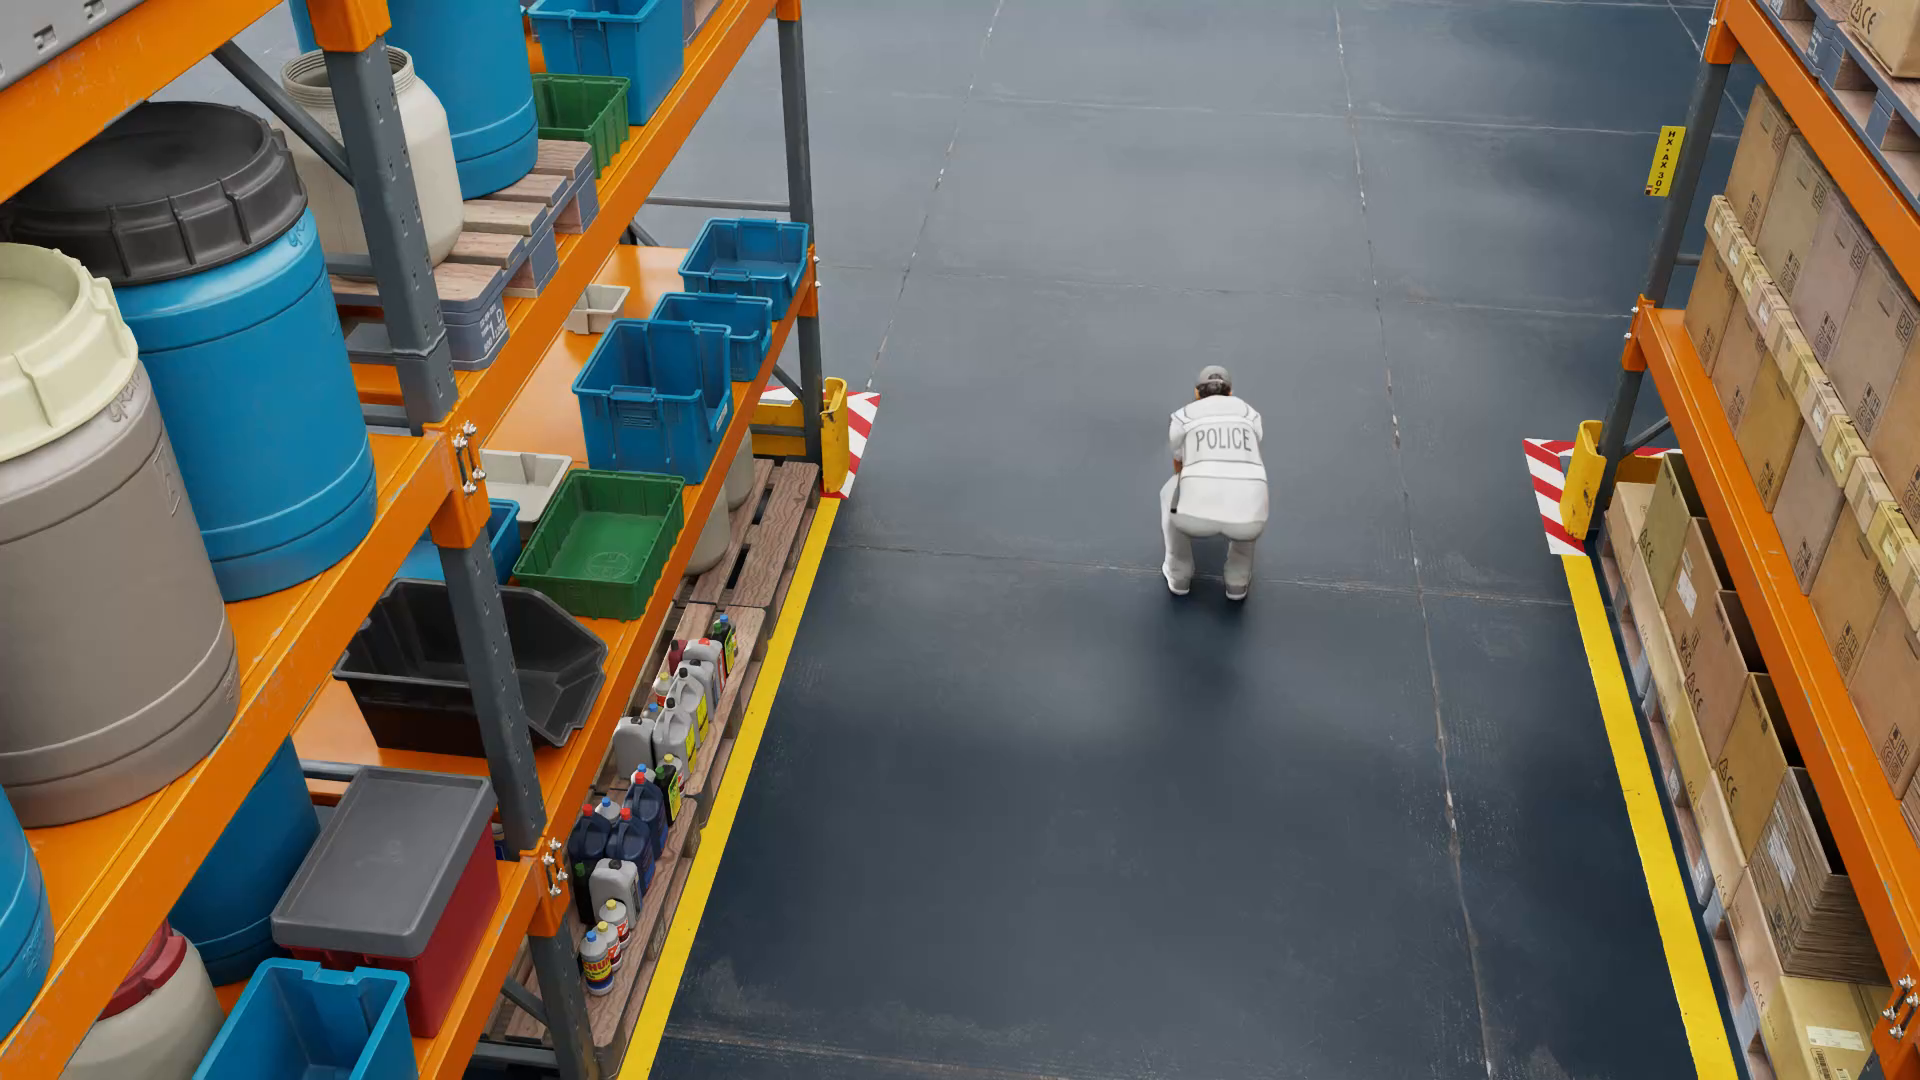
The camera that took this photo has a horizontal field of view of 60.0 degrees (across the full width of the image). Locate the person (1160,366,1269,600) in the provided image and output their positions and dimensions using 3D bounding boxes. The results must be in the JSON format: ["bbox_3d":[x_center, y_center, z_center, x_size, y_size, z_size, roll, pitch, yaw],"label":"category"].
[{"bbox_3d":[1.224,-0.244,7.988,0.512,0.941,0.892,3,36,5],"label":"person"}]
